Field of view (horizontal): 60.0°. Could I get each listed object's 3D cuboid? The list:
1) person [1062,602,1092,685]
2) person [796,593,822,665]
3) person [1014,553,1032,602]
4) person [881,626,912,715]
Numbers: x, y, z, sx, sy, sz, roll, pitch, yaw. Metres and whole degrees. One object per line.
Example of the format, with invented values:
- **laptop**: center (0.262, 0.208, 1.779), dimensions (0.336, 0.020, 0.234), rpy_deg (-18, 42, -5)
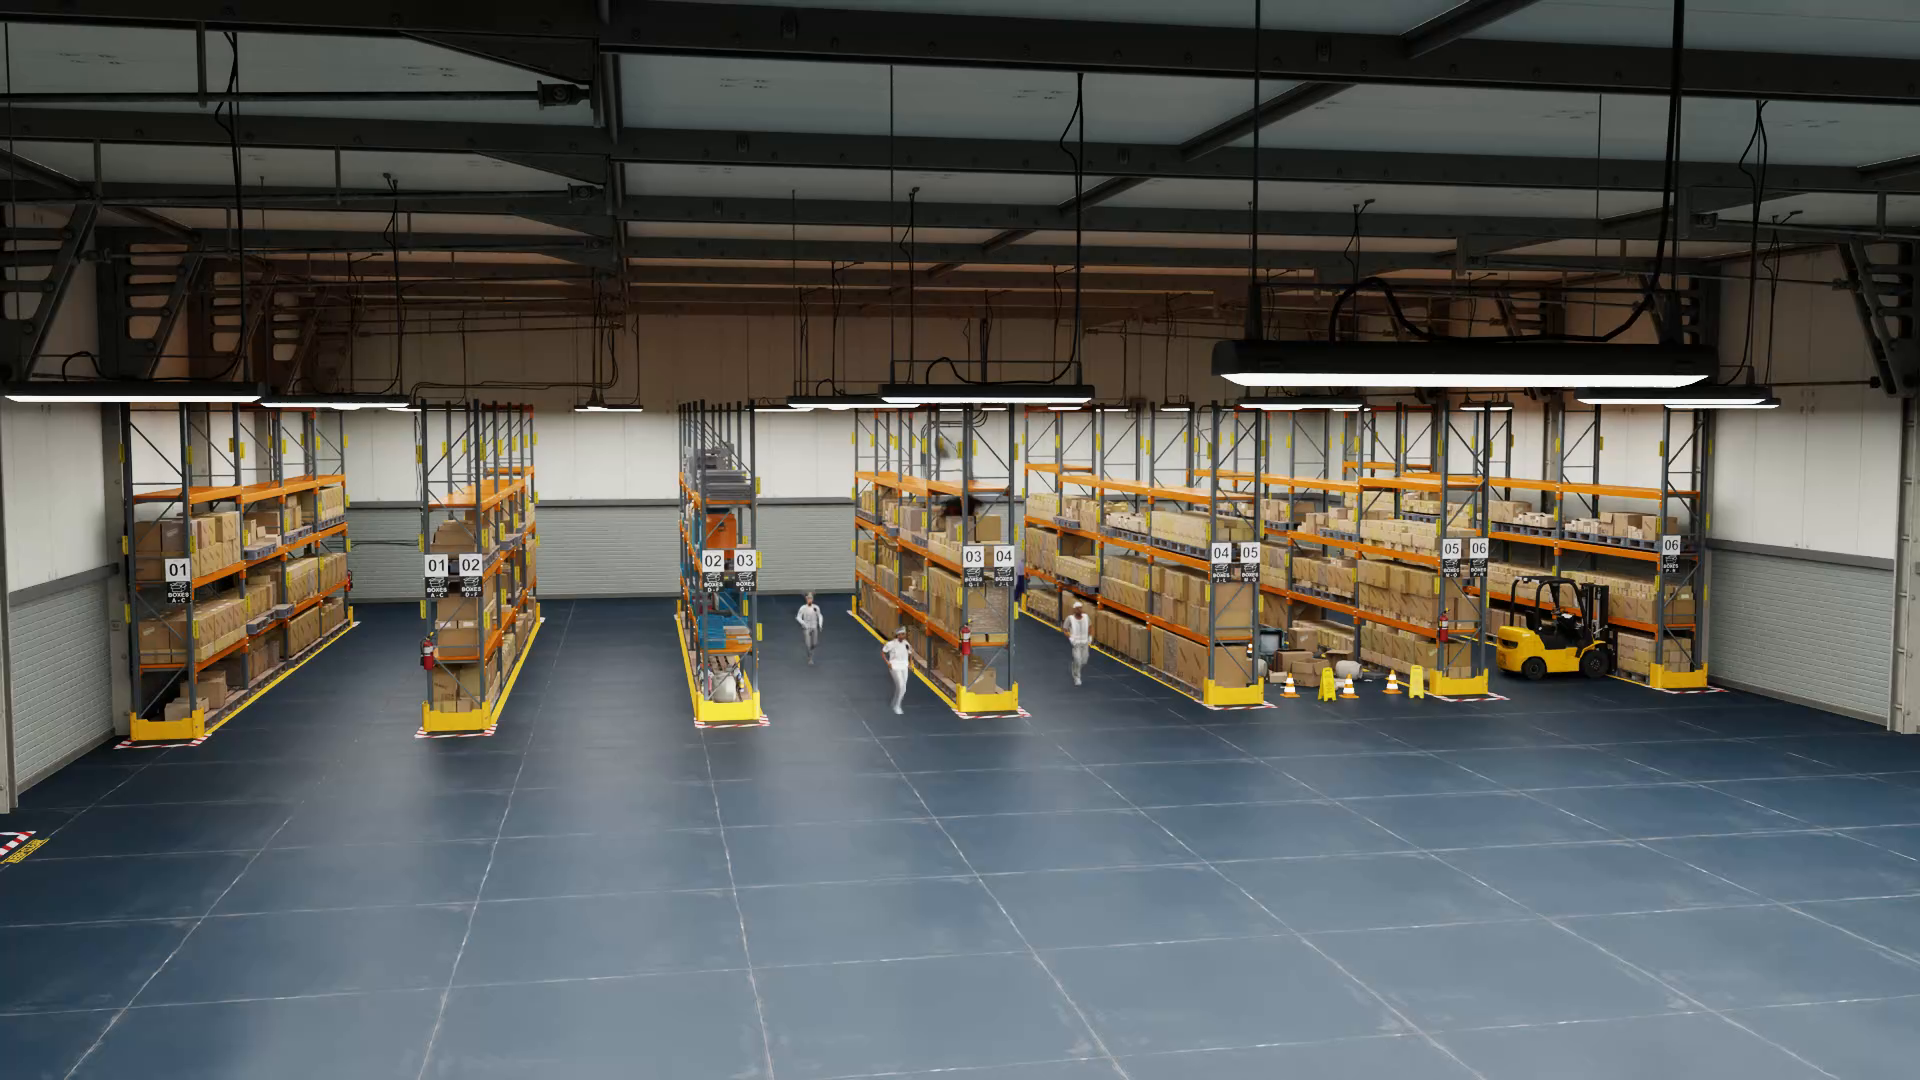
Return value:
- **person**: center (2.500, 2.186, 35.415), dimensions (0.685, 1.756, 0.678), rpy_deg (-1, 5, -18)
- **person**: center (-3.442, 2.028, 38.182), dimensions (0.616, 1.659, 0.531), rpy_deg (-1, 4, -16)
- **person**: center (1.856, 1.179, 49.487), dimensions (0.923, 1.618, 0.686), rpy_deg (-2, 5, -23)
- **person**: center (-1.160, 2.496, 31.840), dimensions (0.590, 1.672, 0.637), rpy_deg (-3, 5, -33)
